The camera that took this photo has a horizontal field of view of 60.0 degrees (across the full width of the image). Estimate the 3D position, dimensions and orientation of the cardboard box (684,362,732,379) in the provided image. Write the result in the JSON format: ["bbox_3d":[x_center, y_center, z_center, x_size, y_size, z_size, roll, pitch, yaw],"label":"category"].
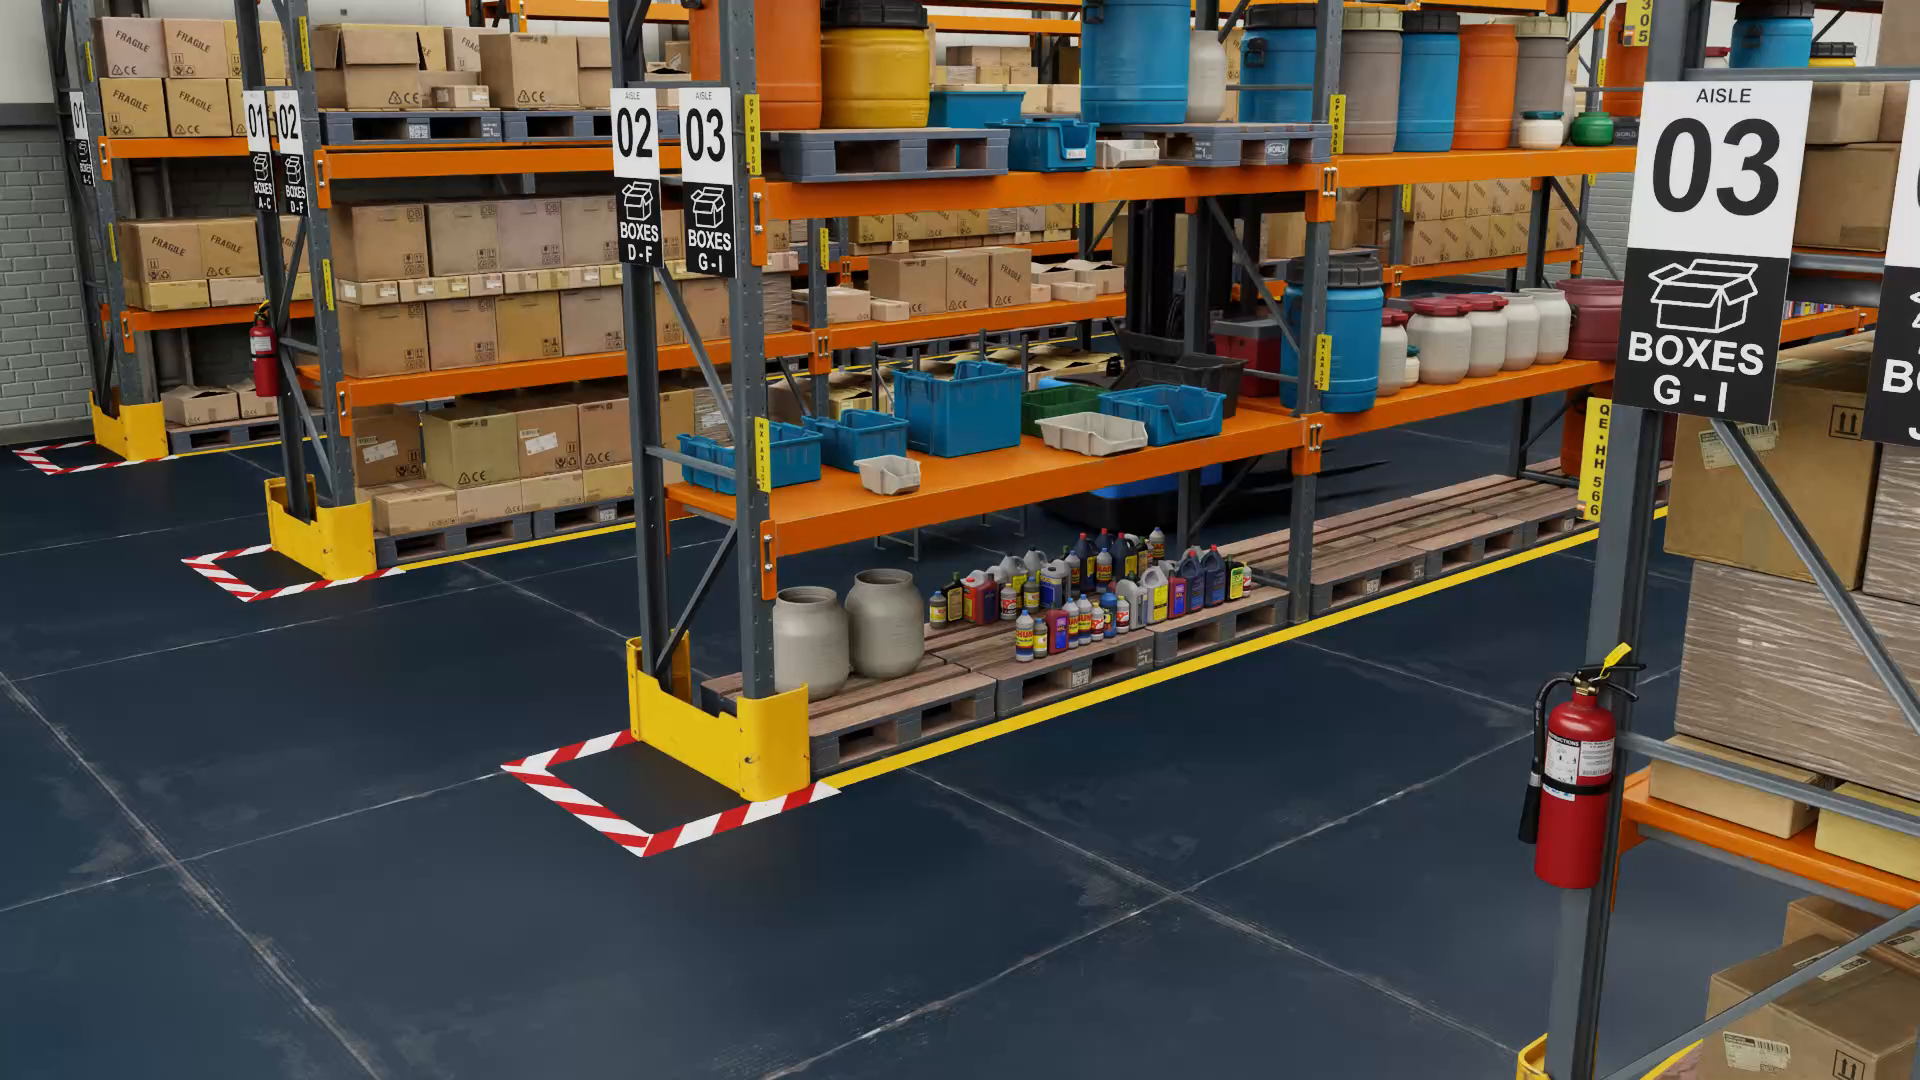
[{"bbox_3d":[-2.010,-1.210,14.030,0.500,0.500,0.500,-13,19,-39],"label":"cardboard box"}]

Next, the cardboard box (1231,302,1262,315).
[{"bbox_3d":[2.923,-2.425,18.052,0.500,0.250,0.500,-13,20,-40],"label":"cardboard box"}]

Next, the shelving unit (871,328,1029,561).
[{"bbox_3d":[-0.064,-0.710,12.002,1.048,1.500,0.538,-13,19,-39],"label":"shelving unit"}]

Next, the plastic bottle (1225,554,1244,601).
[{"bbox_3d":[1.647,0.219,10.027,0.133,0.283,0.061,-11,19,-37],"label":"plastic bottle"}]

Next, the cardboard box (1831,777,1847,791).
[{"bbox_3d":[2.296,0.606,4.654,0.250,0.149,0.380,-13,19,-39],"label":"cardboard box"}]

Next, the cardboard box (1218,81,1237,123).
[{"bbox_3d":[2.254,-4.333,16.653,0.500,0.500,0.910,-13,19,-39],"label":"cardboard box"}]

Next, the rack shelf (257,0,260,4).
[{"bbox_3d":[-2.964,-4.010,11.994,4.000,0.370,1.077,-13,19,-39],"label":"rack shelf"}]

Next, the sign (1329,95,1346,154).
[{"bbox_3d":[2.147,-2.371,9.483,0.005,0.325,0.100,-13,19,-39],"label":"sign"}]

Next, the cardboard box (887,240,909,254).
[{"bbox_3d":[-0.840,-3.601,20.367,0.250,0.149,0.380,-12,19,-38],"label":"cardboard box"}]

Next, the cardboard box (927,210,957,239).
[{"bbox_3d":[-0.381,-4.037,20.743,0.500,0.500,0.500,-13,20,-40],"label":"cardboard box"}]

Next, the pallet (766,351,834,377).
[{"bbox_3d":[-2.282,-2.153,19.902,1.213,0.211,1.003,-13,19,-39],"label":"pallet"}]

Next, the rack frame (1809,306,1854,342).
[{"bbox_3d":[7.829,-2.381,15.353,0.127,3.000,1.000,-13,19,-39],"label":"rack frame"}]

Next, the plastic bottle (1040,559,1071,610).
[{"bbox_3d":[0.566,0.262,9.883,0.135,0.276,0.152,-13,19,-39],"label":"plastic bottle"}]

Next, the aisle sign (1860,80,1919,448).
[{"bbox_3d":[2.178,-0.571,3.539,0.004,0.787,0.394,-13,19,-39],"label":"aisle sign"}]

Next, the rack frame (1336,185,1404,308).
[{"bbox_3d":[4.580,-3.346,18.965,0.127,3.000,1.000,-13,19,-39],"label":"rack frame"}]

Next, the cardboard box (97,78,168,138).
[{"bbox_3d":[-7.311,-3.792,14.590,0.500,0.500,0.500,-12,19,-38],"label":"cardboard box"}]

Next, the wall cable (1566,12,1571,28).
[{"bbox_3d":[10.620,-9.188,25.440,0.112,2.526,3.097,-13,19,-39],"label":"wall cable"}]

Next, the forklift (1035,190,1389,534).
[{"bbox_3d":[2.108,-1.724,13.025,3.031,2.935,1.130,-9,17,-31],"label":"forklift"}]

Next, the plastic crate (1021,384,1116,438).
[{"bbox_3d":[0.585,-0.749,9.651,0.662,0.188,0.450,-13,19,-39],"label":"plastic crate"}]

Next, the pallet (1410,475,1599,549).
[{"bbox_3d":[4.201,-0.233,12.713,1.213,0.211,1.003,-13,19,-39],"label":"pallet"}]

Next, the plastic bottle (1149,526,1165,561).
[{"bbox_3d":[1.266,0.048,10.692,0.097,0.271,0.097,0,15,0],"label":"plastic bottle"}]

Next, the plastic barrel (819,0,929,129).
[{"bbox_3d":[-0.447,-2.309,8.092,0.600,0.588,0.600,0,15,0],"label":"plastic barrel"}]

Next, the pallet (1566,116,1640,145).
[{"bbox_3d":[5.453,-3.172,12.867,1.213,0.211,1.003,-13,19,-39],"label":"pallet"}]

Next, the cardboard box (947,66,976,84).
[{"bbox_3d":[-0.208,-5.713,20.967,0.500,0.500,0.700,-13,20,-39],"label":"cardboard box"}]

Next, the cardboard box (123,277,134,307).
[{"bbox_3d":[-7.502,-2.331,15.417,0.500,0.250,0.500,-12,19,-39],"label":"cardboard box"}]

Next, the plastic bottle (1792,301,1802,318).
[{"bbox_3d":[7.211,-2.107,14.420,0.185,0.351,0.144,-13,19,-39],"label":"plastic bottle"}]

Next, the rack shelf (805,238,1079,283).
[{"bbox_3d":[-0.183,-3.624,21.398,4.000,0.370,1.077,-13,19,-39],"label":"rack shelf"}]

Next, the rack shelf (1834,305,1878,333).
[{"bbox_3d":[9.338,-2.373,16.714,4.000,0.370,1.077,-13,19,-39],"label":"rack shelf"}]

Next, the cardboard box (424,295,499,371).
[{"bbox_3d":[-3.719,-1.528,11.965,0.500,0.500,0.700,-12,19,-38],"label":"cardboard box"}]

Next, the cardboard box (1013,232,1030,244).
[{"bbox_3d":[0.696,-3.947,21.663,0.250,0.149,0.380,-13,19,-39],"label":"cardboard box"}]

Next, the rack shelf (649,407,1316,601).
[{"bbox_3d":[0.285,-0.340,9.104,4.000,0.370,1.077,-13,19,-39],"label":"rack shelf"}]

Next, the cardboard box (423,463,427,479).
[{"bbox_3d":[-3.893,-0.423,12.537,0.500,0.250,0.500,-13,19,-39],"label":"cardboard box"}]

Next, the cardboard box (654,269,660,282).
[{"bbox_3d":[-2.478,-2.050,12.662,0.250,0.149,0.380,-12,19,-38],"label":"cardboard box"}]

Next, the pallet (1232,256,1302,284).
[{"bbox_3d":[3.027,-2.906,17.690,1.213,0.211,1.003,-13,19,-39],"label":"pallet"}]

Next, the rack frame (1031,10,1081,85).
[{"bbox_3d":[1.326,-7.208,21.799,0.127,3.000,1.000,-13,19,-39],"label":"rack frame"}]

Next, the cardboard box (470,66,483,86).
[{"bbox_3d":[-3.357,-3.331,12.182,0.500,0.311,0.500,-10,18,-33],"label":"cardboard box"}]

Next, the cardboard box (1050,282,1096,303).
[{"bbox_3d":[1.066,-2.341,15.689,0.250,0.149,0.380,-13,19,-39],"label":"cardboard box"}]

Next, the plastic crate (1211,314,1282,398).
[{"bbox_3d":[1.958,-1.199,10.801,0.583,0.464,0.402,-13,19,-39],"label":"plastic crate"}]

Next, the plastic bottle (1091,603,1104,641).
[{"bbox_3d":[0.757,0.453,9.313,0.097,0.201,0.097,0,15,0],"label":"plastic bottle"}]

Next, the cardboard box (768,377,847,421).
[{"bbox_3d":[-1.338,-1.261,14.586,0.500,0.311,0.500,-13,19,-39],"label":"cardboard box"}]

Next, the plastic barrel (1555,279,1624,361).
[{"bbox_3d":[4.660,-1.632,12.283,0.708,0.536,0.600,-13,19,-39],"label":"plastic barrel"}]

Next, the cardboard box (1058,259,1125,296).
[{"bbox_3d":[1.260,-2.573,16.241,0.500,0.311,0.500,-11,19,-36],"label":"cardboard box"}]

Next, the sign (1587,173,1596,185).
[{"bbox_3d":[7.947,-4.625,20.895,0.005,0.325,0.100,-13,19,-39],"label":"sign"}]

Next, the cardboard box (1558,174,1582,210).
[{"bbox_3d":[7.442,-4.426,20.877,0.500,0.500,0.500,-13,20,-40],"label":"cardboard box"}]

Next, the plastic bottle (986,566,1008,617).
[{"bbox_3d":[0.187,0.297,9.749,0.135,0.276,0.152,-13,20,-41],"label":"plastic bottle"}]

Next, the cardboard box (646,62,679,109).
[{"bbox_3d":[-3.314,-4.941,18.116,0.500,0.500,0.500,-14,20,-41],"label":"cardboard box"}]

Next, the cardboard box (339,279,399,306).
[{"bbox_3d":[-4.035,-1.700,11.350,0.250,0.149,0.380,-13,20,-40],"label":"cardboard box"}]

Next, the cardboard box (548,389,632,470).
[{"bbox_3d":[-2.789,-0.851,12.686,0.500,0.500,0.500,-13,19,-39],"label":"cardboard box"}]

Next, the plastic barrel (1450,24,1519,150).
[{"bbox_3d":[3.556,-3.153,11.596,0.708,0.830,0.600,-13,19,-39],"label":"plastic barrel"}]

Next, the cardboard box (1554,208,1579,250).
[{"bbox_3d":[7.438,-3.943,21.007,0.500,0.500,0.500,-12,19,-38],"label":"cardboard box"}]

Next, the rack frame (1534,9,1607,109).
[{"bbox_3d":[7.598,-6.922,20.728,0.127,3.000,1.000,-13,19,-39],"label":"rack frame"}]

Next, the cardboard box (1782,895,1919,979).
[{"bbox_3d":[2.938,1.410,5.189,0.500,0.500,0.500,-7,17,-25],"label":"cardboard box"}]
